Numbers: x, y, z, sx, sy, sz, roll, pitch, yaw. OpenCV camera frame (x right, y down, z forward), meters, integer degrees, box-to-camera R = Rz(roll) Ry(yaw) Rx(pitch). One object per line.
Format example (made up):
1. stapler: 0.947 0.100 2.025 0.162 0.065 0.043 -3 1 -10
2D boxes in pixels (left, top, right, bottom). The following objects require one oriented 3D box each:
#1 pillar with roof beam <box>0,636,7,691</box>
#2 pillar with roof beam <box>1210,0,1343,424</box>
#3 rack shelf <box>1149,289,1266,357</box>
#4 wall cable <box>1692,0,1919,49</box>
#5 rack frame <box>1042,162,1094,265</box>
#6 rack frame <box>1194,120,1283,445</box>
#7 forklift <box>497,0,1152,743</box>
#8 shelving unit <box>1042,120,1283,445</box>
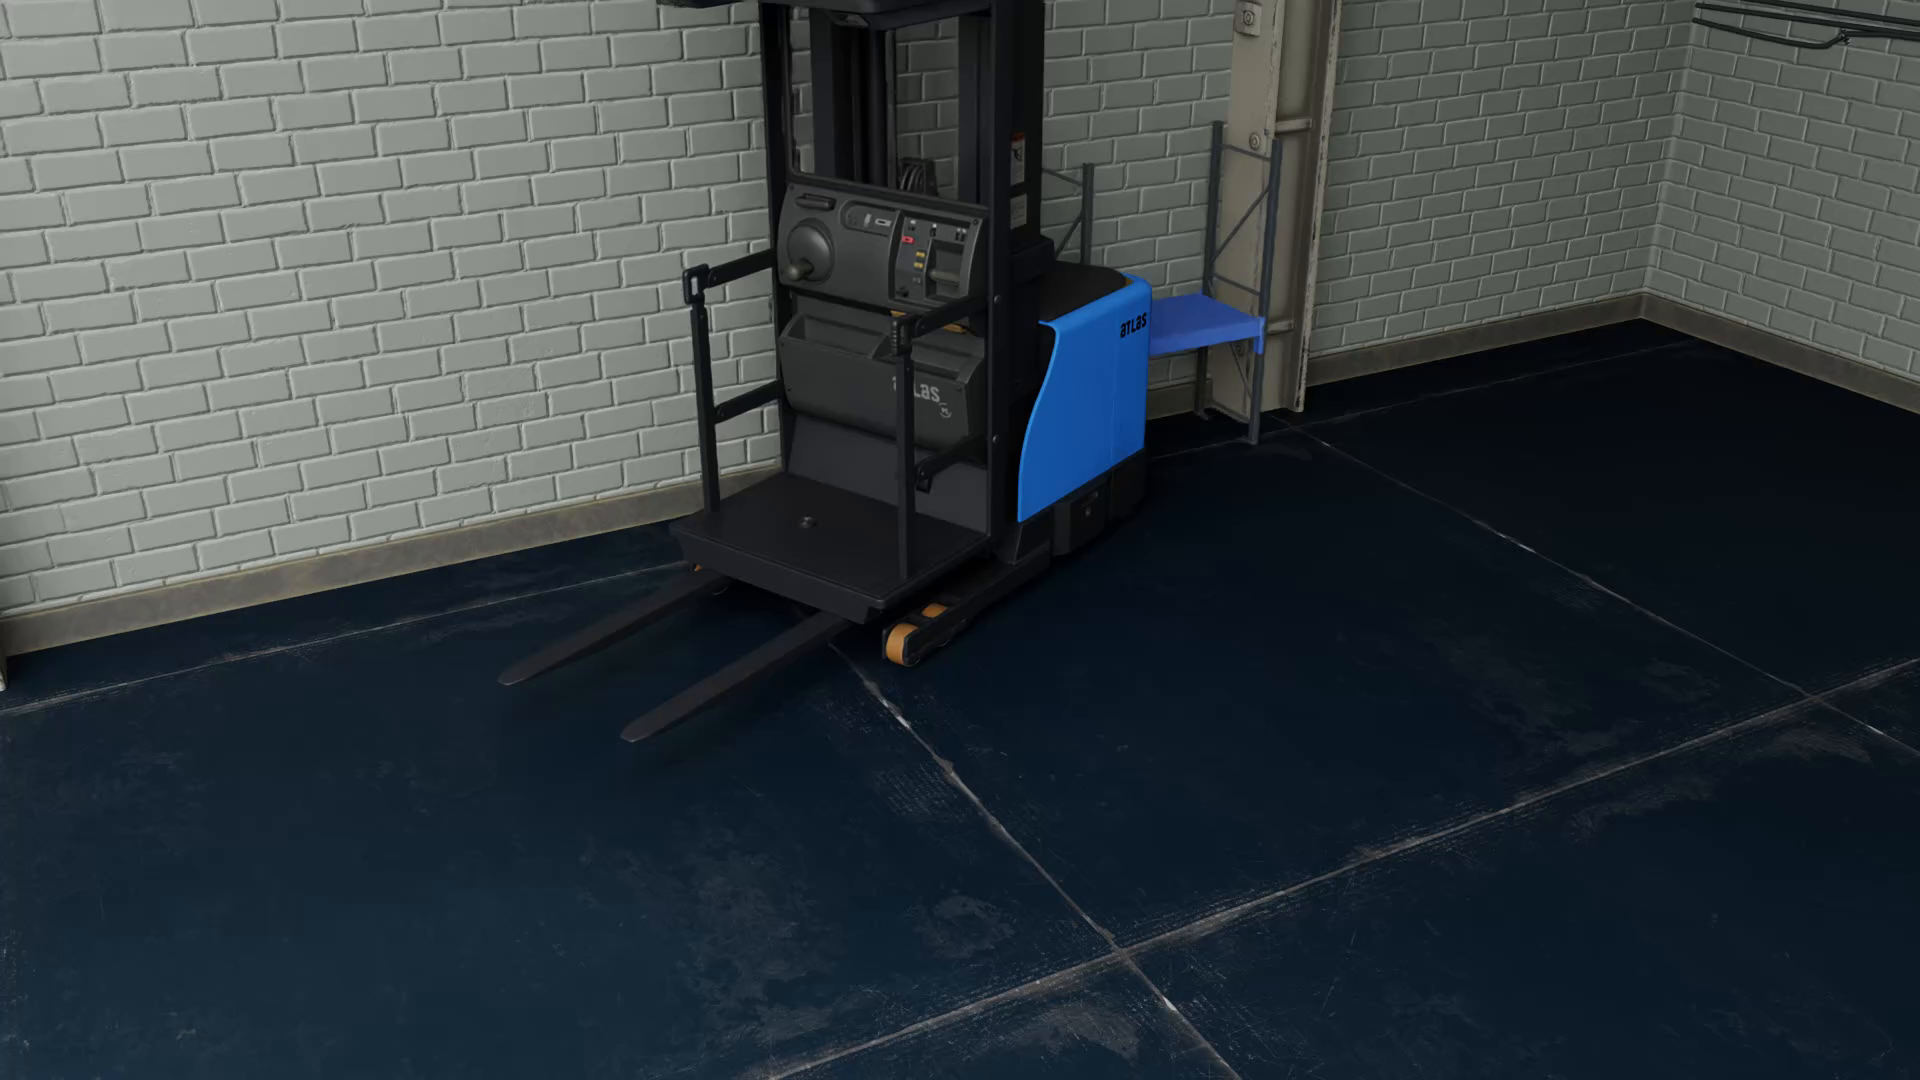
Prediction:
1. pillar with roof beam: -1.722 -1.882 0.774 0.400 9.000 9.100 -13 29 -25
2. pillar with roof beam: 3.572 -3.105 3.319 0.400 9.000 9.100 -13 29 -25
3. rack shelf: 0.896 -0.977 7.967 1.000 0.185 0.538 -13 29 -25
4. wall cable: 4.768 -3.444 7.613 0.112 2.526 3.097 -13 29 -25
5. rack frame: 0.448 -1.035 7.673 0.032 1.500 0.500 -13 29 -25
6. rack frame: 1.345 -1.242 8.105 0.032 1.500 0.500 -13 29 -25
7. forklift: -0.436 -1.082 6.116 1.130 2.935 3.031 18 31 32
8. shelving unit: 0.896 -1.139 7.889 1.048 1.500 0.538 -13 29 -25
